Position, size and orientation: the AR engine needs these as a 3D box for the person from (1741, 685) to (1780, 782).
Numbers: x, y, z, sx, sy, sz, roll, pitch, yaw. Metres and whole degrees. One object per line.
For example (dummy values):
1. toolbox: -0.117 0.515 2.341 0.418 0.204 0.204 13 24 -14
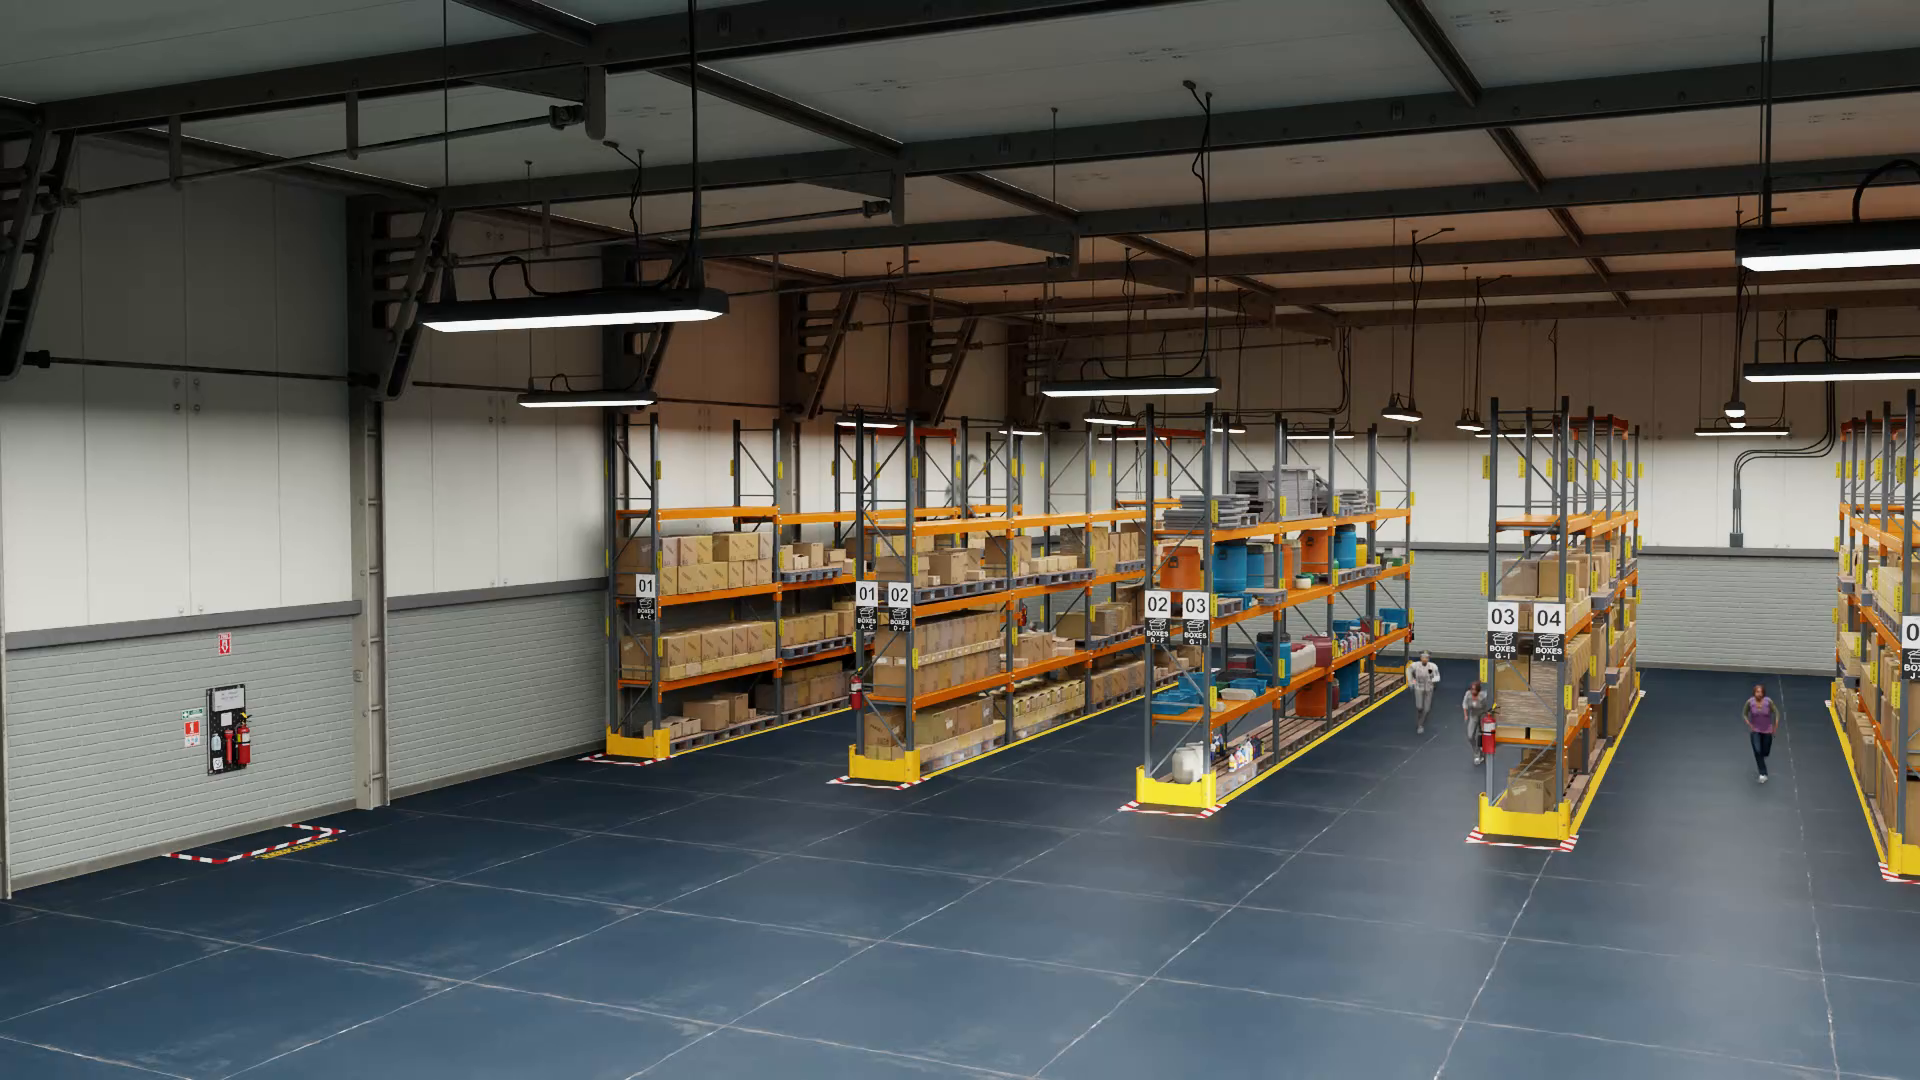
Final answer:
1. person: 12.973 3.113 26.966 0.565 1.567 0.676 1 3 23

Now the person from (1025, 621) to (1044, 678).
1. person: 1.758 2.624 37.110 0.664 1.722 0.889 1 3 23

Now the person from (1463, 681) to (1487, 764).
1. person: 8.907 3.103 28.478 0.548 1.447 0.906 1 3 32

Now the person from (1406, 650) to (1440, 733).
1. person: 8.787 2.872 31.552 0.601 1.611 0.698 0 2 11
